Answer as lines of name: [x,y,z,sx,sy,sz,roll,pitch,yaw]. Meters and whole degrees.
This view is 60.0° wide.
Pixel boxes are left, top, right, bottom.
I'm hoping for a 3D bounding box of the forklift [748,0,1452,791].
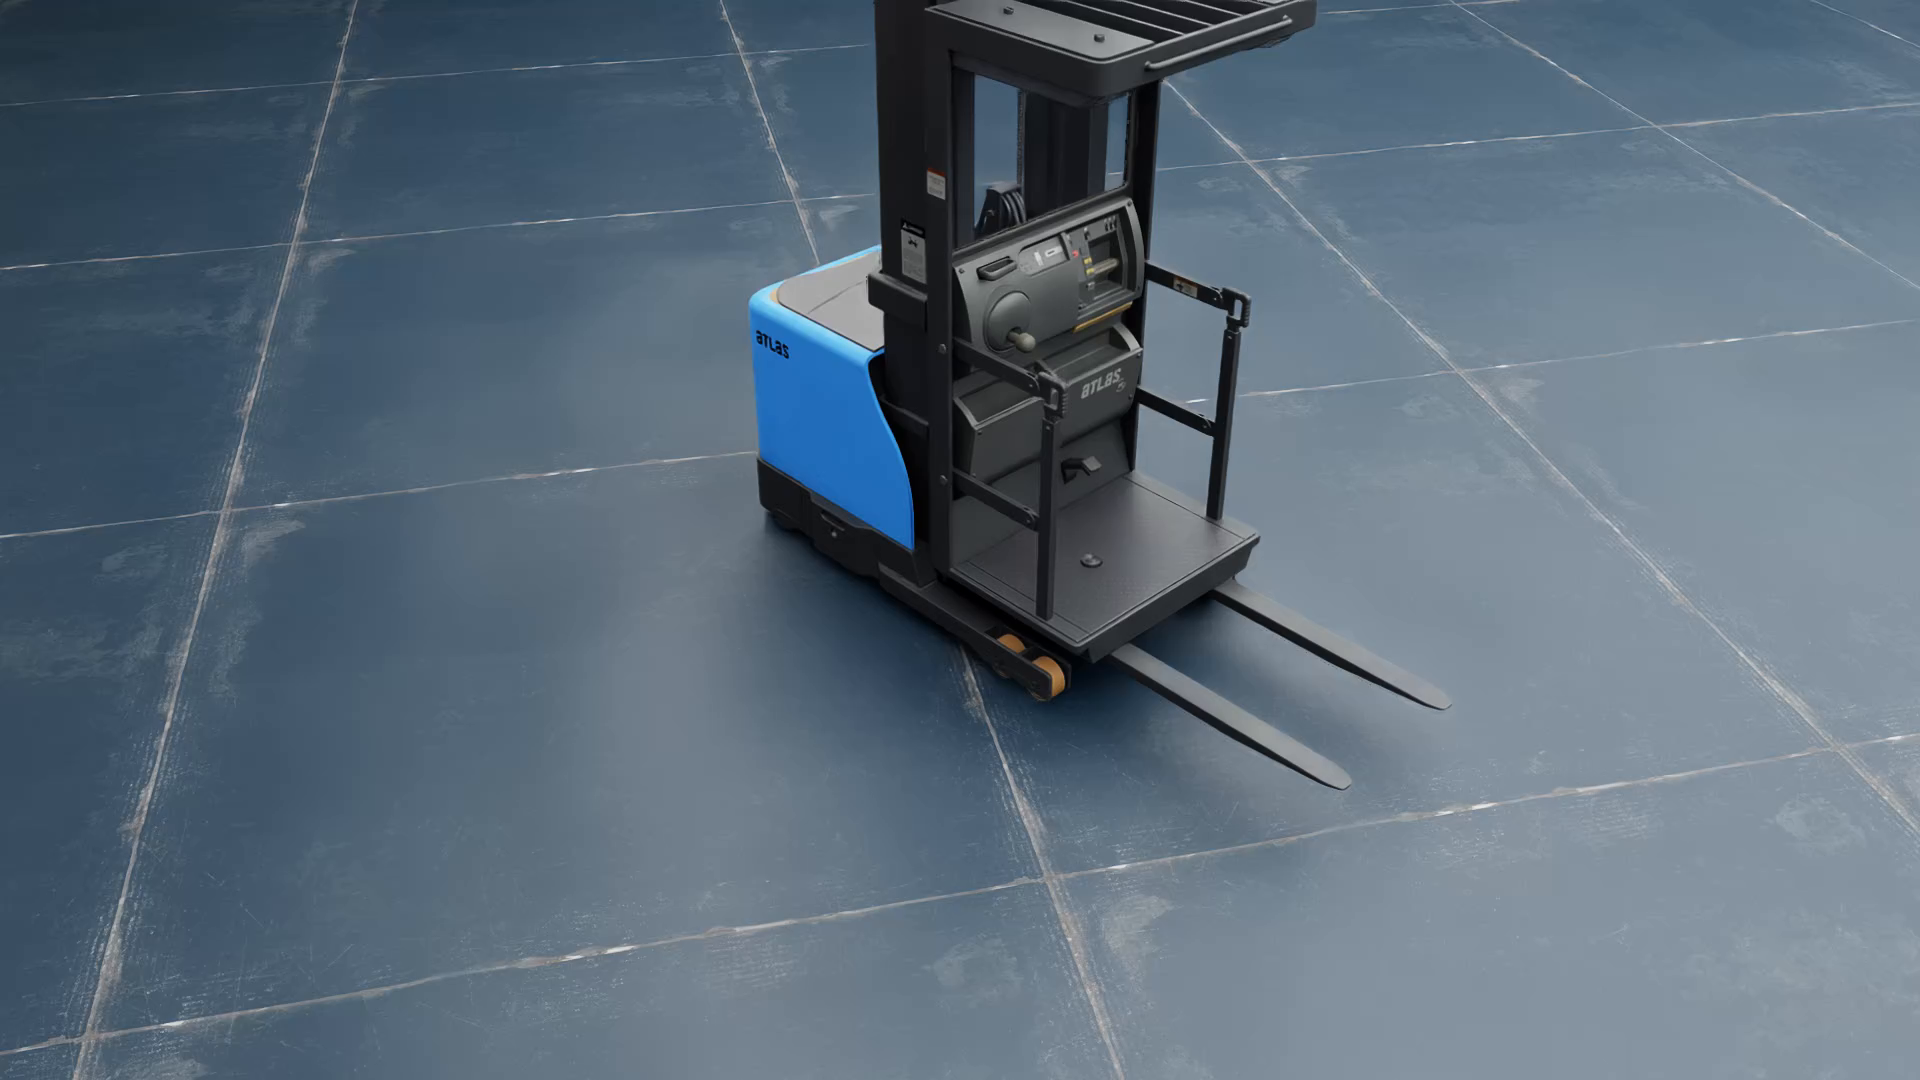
forklift: [0.489,-0.930,6.006,1.130,2.935,3.031,-28,43,-35]
